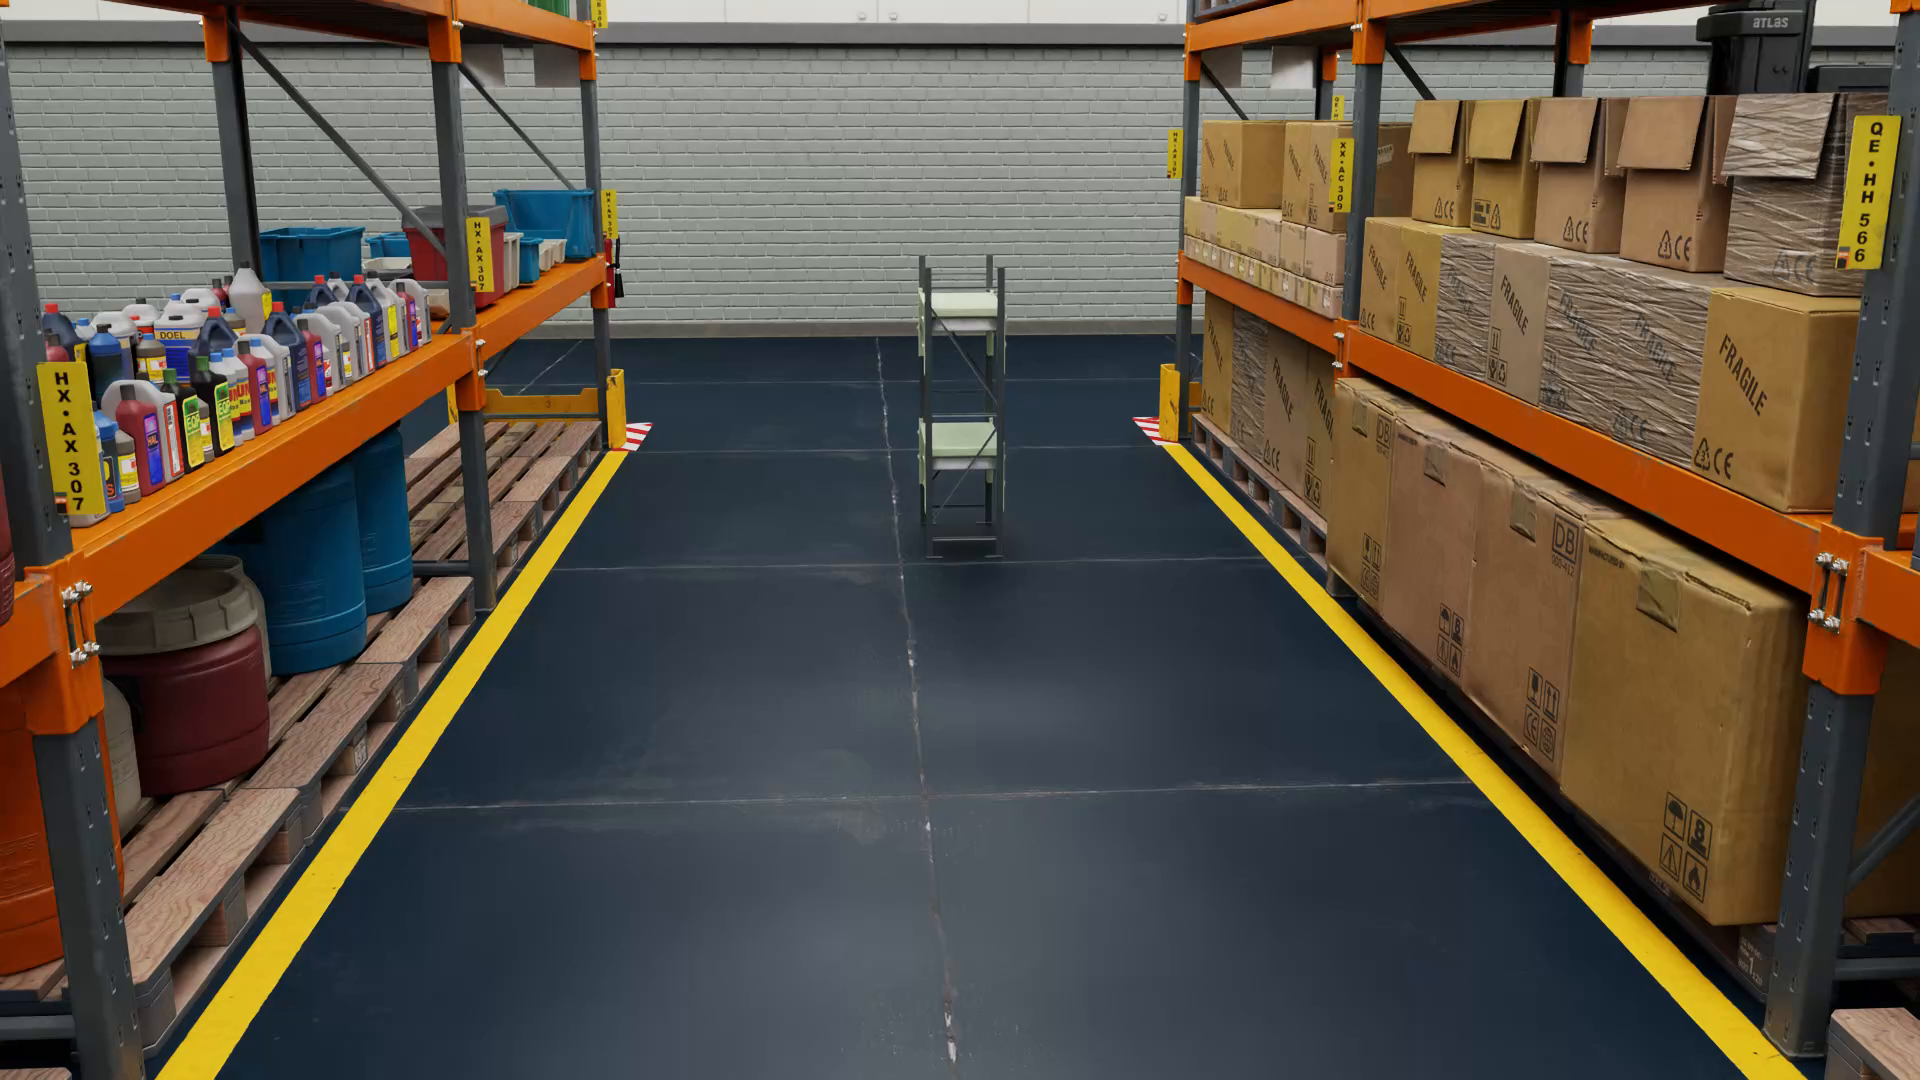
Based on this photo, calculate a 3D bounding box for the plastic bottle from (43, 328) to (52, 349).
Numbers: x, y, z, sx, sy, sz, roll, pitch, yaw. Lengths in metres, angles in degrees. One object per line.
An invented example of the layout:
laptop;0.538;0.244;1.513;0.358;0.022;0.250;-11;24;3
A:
plastic bottle;-2.903;-0.525;5.283;0.061;0.283;0.133;-1;14;-3

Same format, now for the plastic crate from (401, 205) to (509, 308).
plastic crate;-2.475;-1.404;8.216;0.402;0.464;0.583;-1;14;-3

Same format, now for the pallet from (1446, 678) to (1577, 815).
pallet;2.475;0.650;6.075;1.003;0.211;1.213;-1;14;-3

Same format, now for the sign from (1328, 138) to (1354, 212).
sign;1.719;-1.644;7.498;0.100;0.325;0.005;-1;14;-3

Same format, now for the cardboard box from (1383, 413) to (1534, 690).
cardboard box;2.389;0.012;6.382;1.225;0.875;0.875;-1;14;-5

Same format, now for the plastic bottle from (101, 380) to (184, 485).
plastic bottle;-2.155;-0.291;4.387;0.152;0.276;0.135;-1;14;-3

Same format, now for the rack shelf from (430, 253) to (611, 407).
rack shelf;-2.794;-1.267;9.376;1.077;0.370;4.000;-1;14;-3

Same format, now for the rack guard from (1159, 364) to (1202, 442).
rack guard;2.024;-0.985;11.852;1.175;0.500;0.348;-1;14;-3

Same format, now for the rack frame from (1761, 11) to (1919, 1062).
rack frame;2.521;-0.200;3.784;1.000;3.000;0.127;-1;14;-3

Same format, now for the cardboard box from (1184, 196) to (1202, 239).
cardboard box;1.786;-2.138;11.018;0.500;0.250;0.500;-1;14;-5

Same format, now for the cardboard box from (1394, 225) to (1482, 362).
cardboard box;2.084;-1.000;6.693;0.500;0.500;0.500;-1;14;-3

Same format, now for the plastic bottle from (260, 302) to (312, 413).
plastic bottle;-2.218;-0.597;5.426;0.144;0.351;0.185;-1;14;-3

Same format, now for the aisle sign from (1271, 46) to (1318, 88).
aisle sign;2.320;-3.471;11.281;0.394;0.787;0.004;-1;14;-3

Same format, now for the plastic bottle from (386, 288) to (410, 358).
plastic bottle;-2.301;-0.874;6.654;0.152;0.276;0.135;-1;14;-3

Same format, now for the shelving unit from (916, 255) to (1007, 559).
shelving unit;0.000;-0.725;8.833;0.431;1.500;0.755;-1;14;-3

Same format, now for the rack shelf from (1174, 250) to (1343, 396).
rack shelf;2.149;-1.344;9.673;1.077;0.370;4.000;-1;14;-3

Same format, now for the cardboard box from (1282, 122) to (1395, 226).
cardboard box;1.951;-1.864;8.452;0.500;0.500;0.500;-1;14;-3

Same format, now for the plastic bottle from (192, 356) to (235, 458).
plastic bottle;-2.132;-0.386;4.742;0.061;0.283;0.133;-1;14;-3

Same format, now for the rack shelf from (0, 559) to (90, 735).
rack shelf;-2.298;0.722;1.644;1.077;0.370;4.000;-1;14;-3

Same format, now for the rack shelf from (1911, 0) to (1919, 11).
rack shelf;2.645;-0.807;1.567;1.077;0.370;4.000;-1;14;-3

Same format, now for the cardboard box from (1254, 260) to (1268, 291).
cardboard box;1.847;-1.464;9.199;0.380;0.149;0.250;-1;14;-4

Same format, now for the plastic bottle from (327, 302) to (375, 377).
plastic bottle;-2.269;-0.749;6.167;0.152;0.276;0.135;-1;14;-3

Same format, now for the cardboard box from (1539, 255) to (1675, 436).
cardboard box;2.183;-0.621;5.218;0.500;0.500;0.500;-1;14;-5

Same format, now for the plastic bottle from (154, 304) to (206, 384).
plastic bottle;-2.813;-0.709;6.013;0.152;0.276;0.135;-1;14;-3

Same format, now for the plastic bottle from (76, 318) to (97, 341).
plastic bottle;-2.970;-0.618;5.666;0.097;0.271;0.097;0;14;0

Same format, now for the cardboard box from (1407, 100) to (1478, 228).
cardboard box;2.321;-1.570;6.896;0.797;0.503;0.637;-1;14;-5

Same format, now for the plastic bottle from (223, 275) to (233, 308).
plastic bottle;-3.073;-0.964;6.988;0.061;0.283;0.133;-1;14;-3

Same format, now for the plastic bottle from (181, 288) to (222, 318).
plastic bottle;-2.999;-0.846;6.545;0.152;0.276;0.135;-1;14;-3

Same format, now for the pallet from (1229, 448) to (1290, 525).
pallet;2.226;-0.339;9.920;1.003;0.211;1.213;-1;14;-3

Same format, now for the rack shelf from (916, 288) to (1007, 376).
rack shelf;0.000;-1.103;8.736;0.431;0.370;0.720;-1;14;-3

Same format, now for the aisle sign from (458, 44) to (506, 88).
aisle sign;-3.219;-3.386;10.948;0.394;0.787;0.004;-1;14;-3

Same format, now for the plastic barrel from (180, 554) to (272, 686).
plastic barrel;-2.664;0.337;5.849;0.421;0.512;0.421;0;14;0

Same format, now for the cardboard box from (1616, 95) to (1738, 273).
cardboard box;2.454;-1.079;4.985;0.797;0.503;0.637;-1;14;-2

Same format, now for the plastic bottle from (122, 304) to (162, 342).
plastic bottle;-2.964;-0.707;6.004;0.152;0.276;0.135;-1;14;-3

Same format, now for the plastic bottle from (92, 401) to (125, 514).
plastic bottle;-2.106;-0.203;4.054;0.097;0.271;0.097;0;14;0

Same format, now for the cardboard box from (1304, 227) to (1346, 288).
cardboard box;1.984;-1.372;8.043;0.500;0.250;0.500;-1;14;-4

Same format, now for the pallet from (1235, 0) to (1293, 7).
pallet;2.160;-3.111;9.256;1.003;0.211;1.213;-1;14;-3

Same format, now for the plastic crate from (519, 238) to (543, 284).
plastic crate;-2.535;-1.554;9.264;0.416;0.233;0.300;-1;14;-3

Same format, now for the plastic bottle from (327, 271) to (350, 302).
plastic bottle;-2.431;-0.869;6.482;0.144;0.351;0.185;-1;14;-3

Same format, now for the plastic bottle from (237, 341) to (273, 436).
plastic bottle;-2.153;-0.468;5.059;0.061;0.283;0.133;-1;14;-3

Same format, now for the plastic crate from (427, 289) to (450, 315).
plastic crate;-2.556;-1.138;7.837;0.396;0.136;0.243;-1;14;-3

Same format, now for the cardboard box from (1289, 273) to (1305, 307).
cardboard box;1.895;-1.272;8.454;0.380;0.149;0.250;-1;14;-4

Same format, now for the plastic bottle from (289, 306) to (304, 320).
plastic bottle;-2.384;-0.707;6.012;0.097;0.271;0.097;0;14;0

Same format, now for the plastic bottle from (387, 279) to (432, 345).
plastic bottle;-2.323;-0.965;7.007;0.152;0.276;0.135;-1;14;-3

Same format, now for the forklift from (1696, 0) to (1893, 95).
forklift;5.135;-1.713;9.802;3.031;2.935;1.130;3;15;13

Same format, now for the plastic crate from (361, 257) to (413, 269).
plastic crate;-3.078;-1.448;9.044;0.293;0.136;0.466;-1;14;-3

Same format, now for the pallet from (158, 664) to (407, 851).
pallet;-2.585;0.729;5.771;1.003;0.211;1.213;-1;14;-3

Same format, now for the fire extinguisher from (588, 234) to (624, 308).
fire extinguisher;-2.474;-1.940;11.449;0.296;0.674;0.183;-1;14;-3

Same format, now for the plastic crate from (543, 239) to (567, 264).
plastic crate;-2.687;-1.815;10.468;0.396;0.136;0.243;-1;14;-3

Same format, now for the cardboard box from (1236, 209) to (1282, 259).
cardboard box;1.890;-1.754;9.527;0.500;0.250;0.500;-1;14;-5

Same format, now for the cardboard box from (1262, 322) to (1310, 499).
cardboard box;2.256;-0.758;9.376;0.875;0.875;0.875;-1;14;-3

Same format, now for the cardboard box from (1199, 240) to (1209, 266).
cardboard box;1.752;-1.847;10.690;0.380;0.149;0.250;-1;14;-5

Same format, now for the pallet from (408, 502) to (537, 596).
pallet;-2.754;0.050;8.409;1.003;0.211;1.213;-1;14;-3

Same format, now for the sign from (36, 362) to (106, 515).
sign;-1.874;-0.213;3.507;0.100;0.325;0.005;-1;14;-3

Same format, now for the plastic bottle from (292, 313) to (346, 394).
plastic bottle;-2.247;-0.658;5.813;0.152;0.276;0.135;-1;14;-3

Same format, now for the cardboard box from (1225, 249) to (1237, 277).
cardboard box;1.800;-1.655;9.943;0.380;0.149;0.250;-1;14;-4

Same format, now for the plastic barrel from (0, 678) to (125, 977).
plastic barrel;-2.470;0.603;4.177;0.600;0.830;0.708;-1;14;-3

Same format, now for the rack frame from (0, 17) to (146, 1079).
rack frame;-2.419;-0.124;3.487;0.949;2.616;0.053;-1;14;-3
